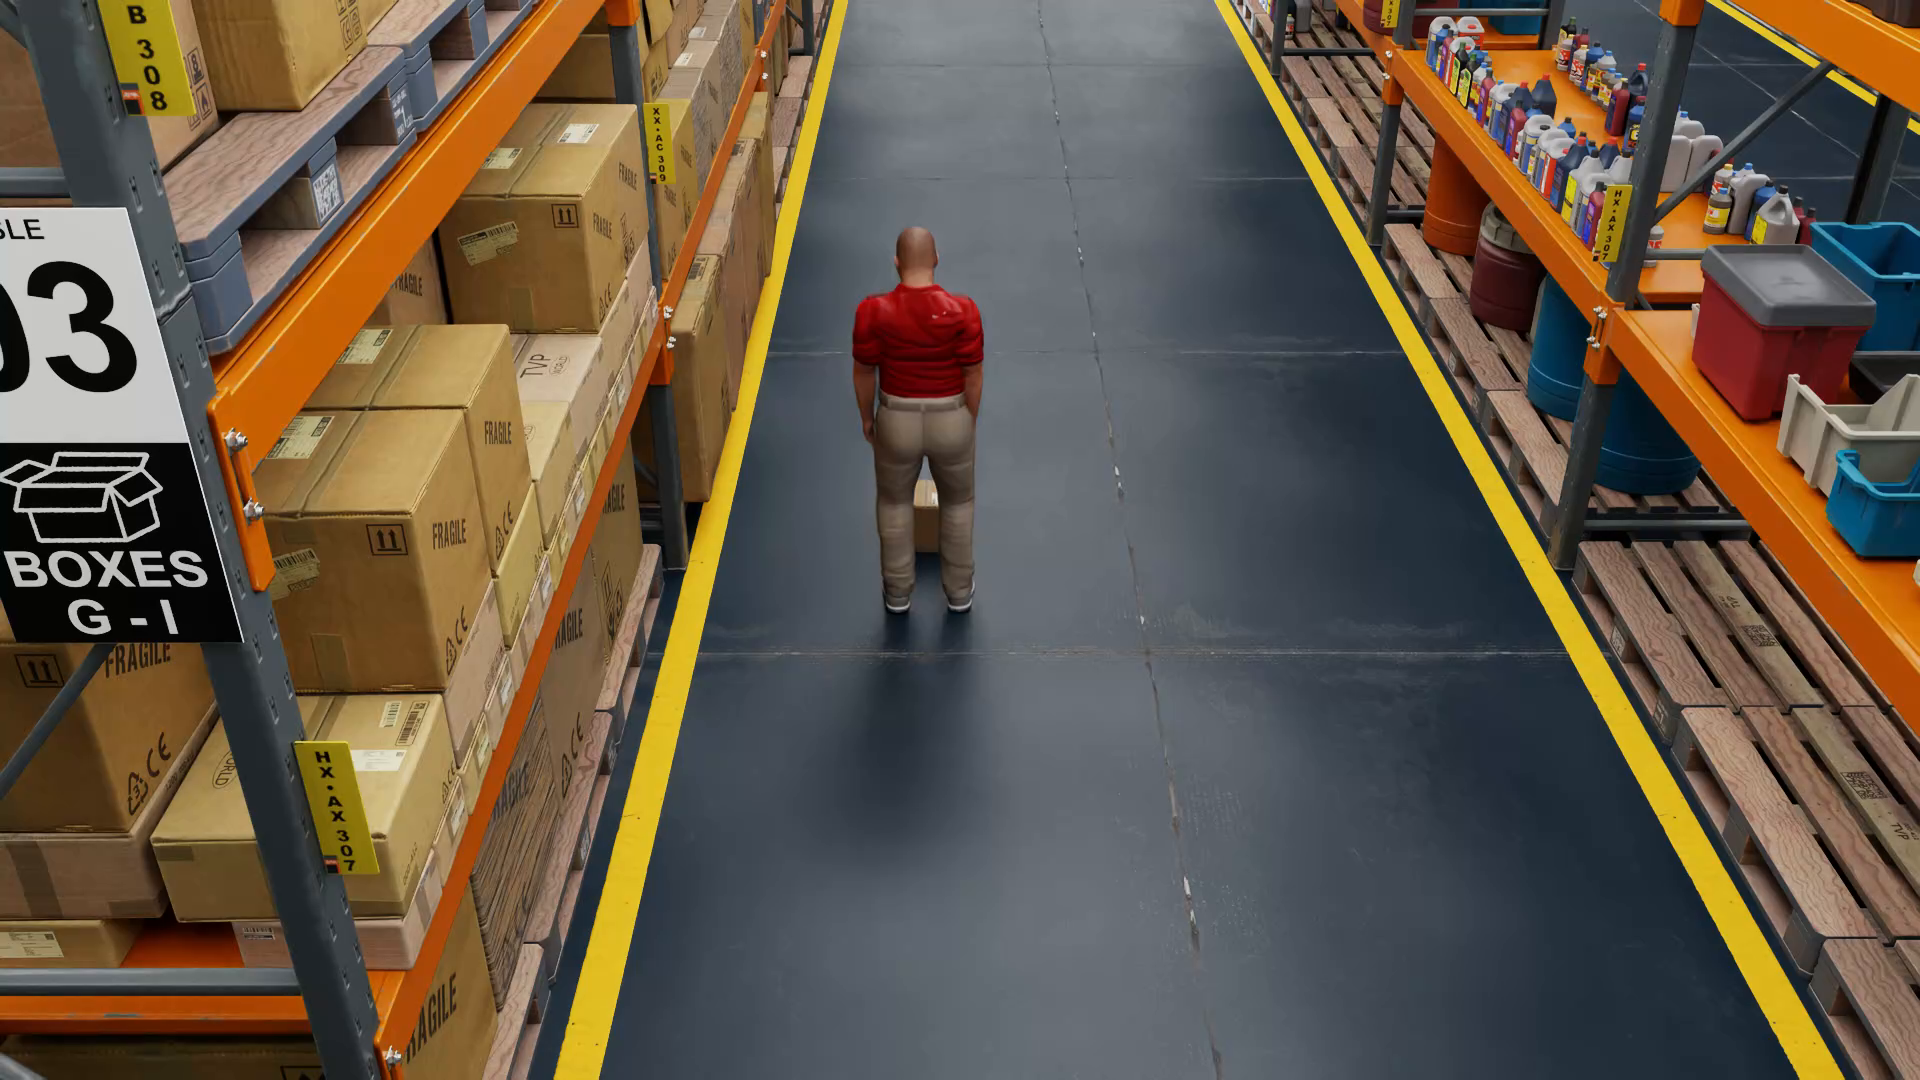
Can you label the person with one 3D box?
[{"bbox_3d":[-0.171,-0.479,6.955,0.534,1.717,0.358,0,31,1],"label":"person"}]
